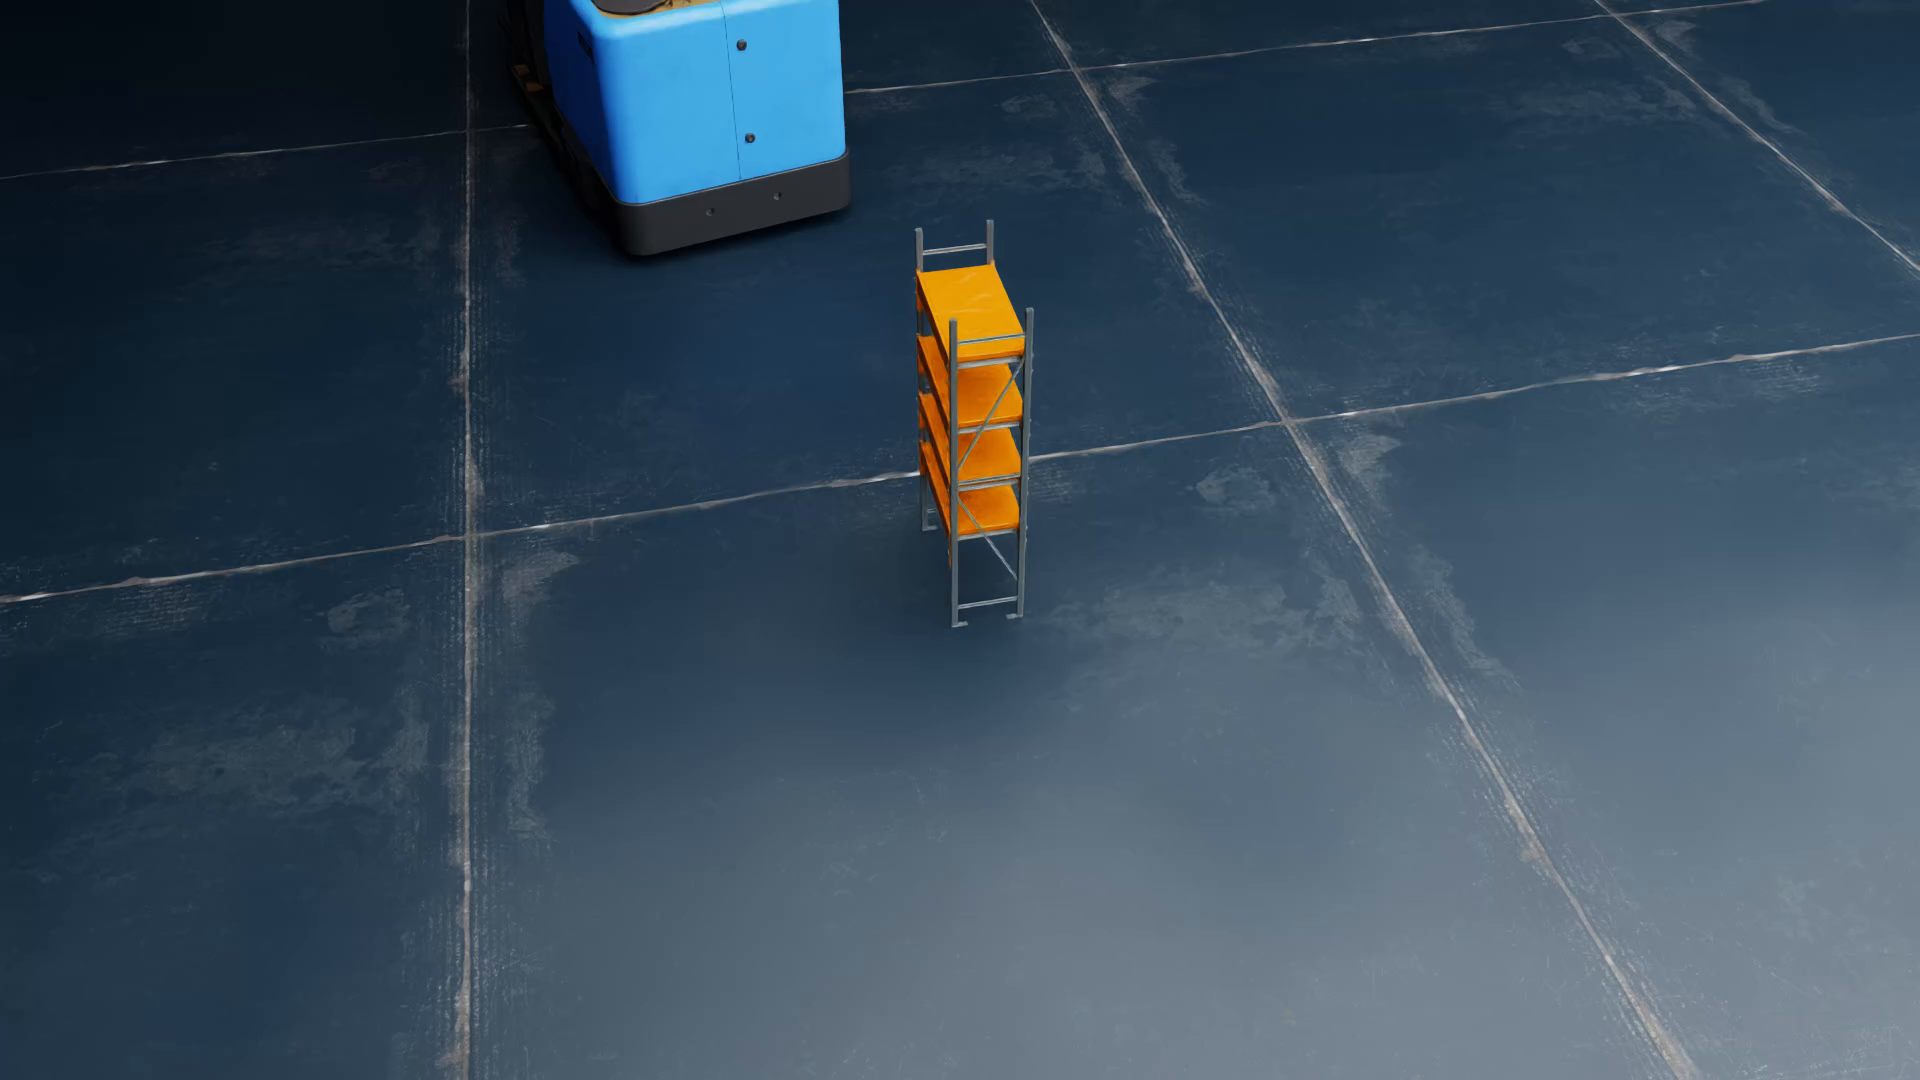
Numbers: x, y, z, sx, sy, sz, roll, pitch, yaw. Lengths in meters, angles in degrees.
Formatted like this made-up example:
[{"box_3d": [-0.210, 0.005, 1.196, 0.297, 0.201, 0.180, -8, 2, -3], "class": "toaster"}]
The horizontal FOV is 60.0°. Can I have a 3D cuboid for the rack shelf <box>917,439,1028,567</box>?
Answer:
[{"box_3d": [0.036, -0.143, 5.407, 0.258, 0.148, 0.480, -8, 42, -9], "class": "rack shelf"}]

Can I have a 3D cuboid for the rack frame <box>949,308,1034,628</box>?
[{"box_3d": [0.088, -0.183, 5.053, 0.240, 1.200, 0.015, -8, 42, -9], "class": "rack frame"}]

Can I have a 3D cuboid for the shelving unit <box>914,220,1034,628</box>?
[{"box_3d": [0.036, -0.341, 5.231, 0.258, 1.200, 0.503, -8, 42, -9], "class": "shelving unit"}]

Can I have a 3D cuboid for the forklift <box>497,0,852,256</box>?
[{"box_3d": [-1.569, -3.269, 7.225, 1.130, 2.935, 3.031, -18, 45, -19], "class": "forklift"}]

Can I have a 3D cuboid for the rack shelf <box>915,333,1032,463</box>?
[{"box_3d": [0.036, -0.458, 5.127, 0.258, 0.148, 0.480, -8, 42, -9], "class": "rack shelf"}]

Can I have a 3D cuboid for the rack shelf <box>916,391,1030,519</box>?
[{"box_3d": [0.036, -0.291, 5.275, 0.258, 0.148, 0.480, -8, 42, -9], "class": "rack shelf"}]

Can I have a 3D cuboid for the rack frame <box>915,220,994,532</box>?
[{"box_3d": [-0.017, -0.500, 5.409, 0.240, 1.200, 0.015, -8, 42, -9], "class": "rack frame"}]

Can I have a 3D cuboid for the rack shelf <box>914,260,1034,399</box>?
[{"box_3d": [0.036, -0.635, 4.970, 0.258, 0.148, 0.480, -8, 42, -9], "class": "rack shelf"}]
